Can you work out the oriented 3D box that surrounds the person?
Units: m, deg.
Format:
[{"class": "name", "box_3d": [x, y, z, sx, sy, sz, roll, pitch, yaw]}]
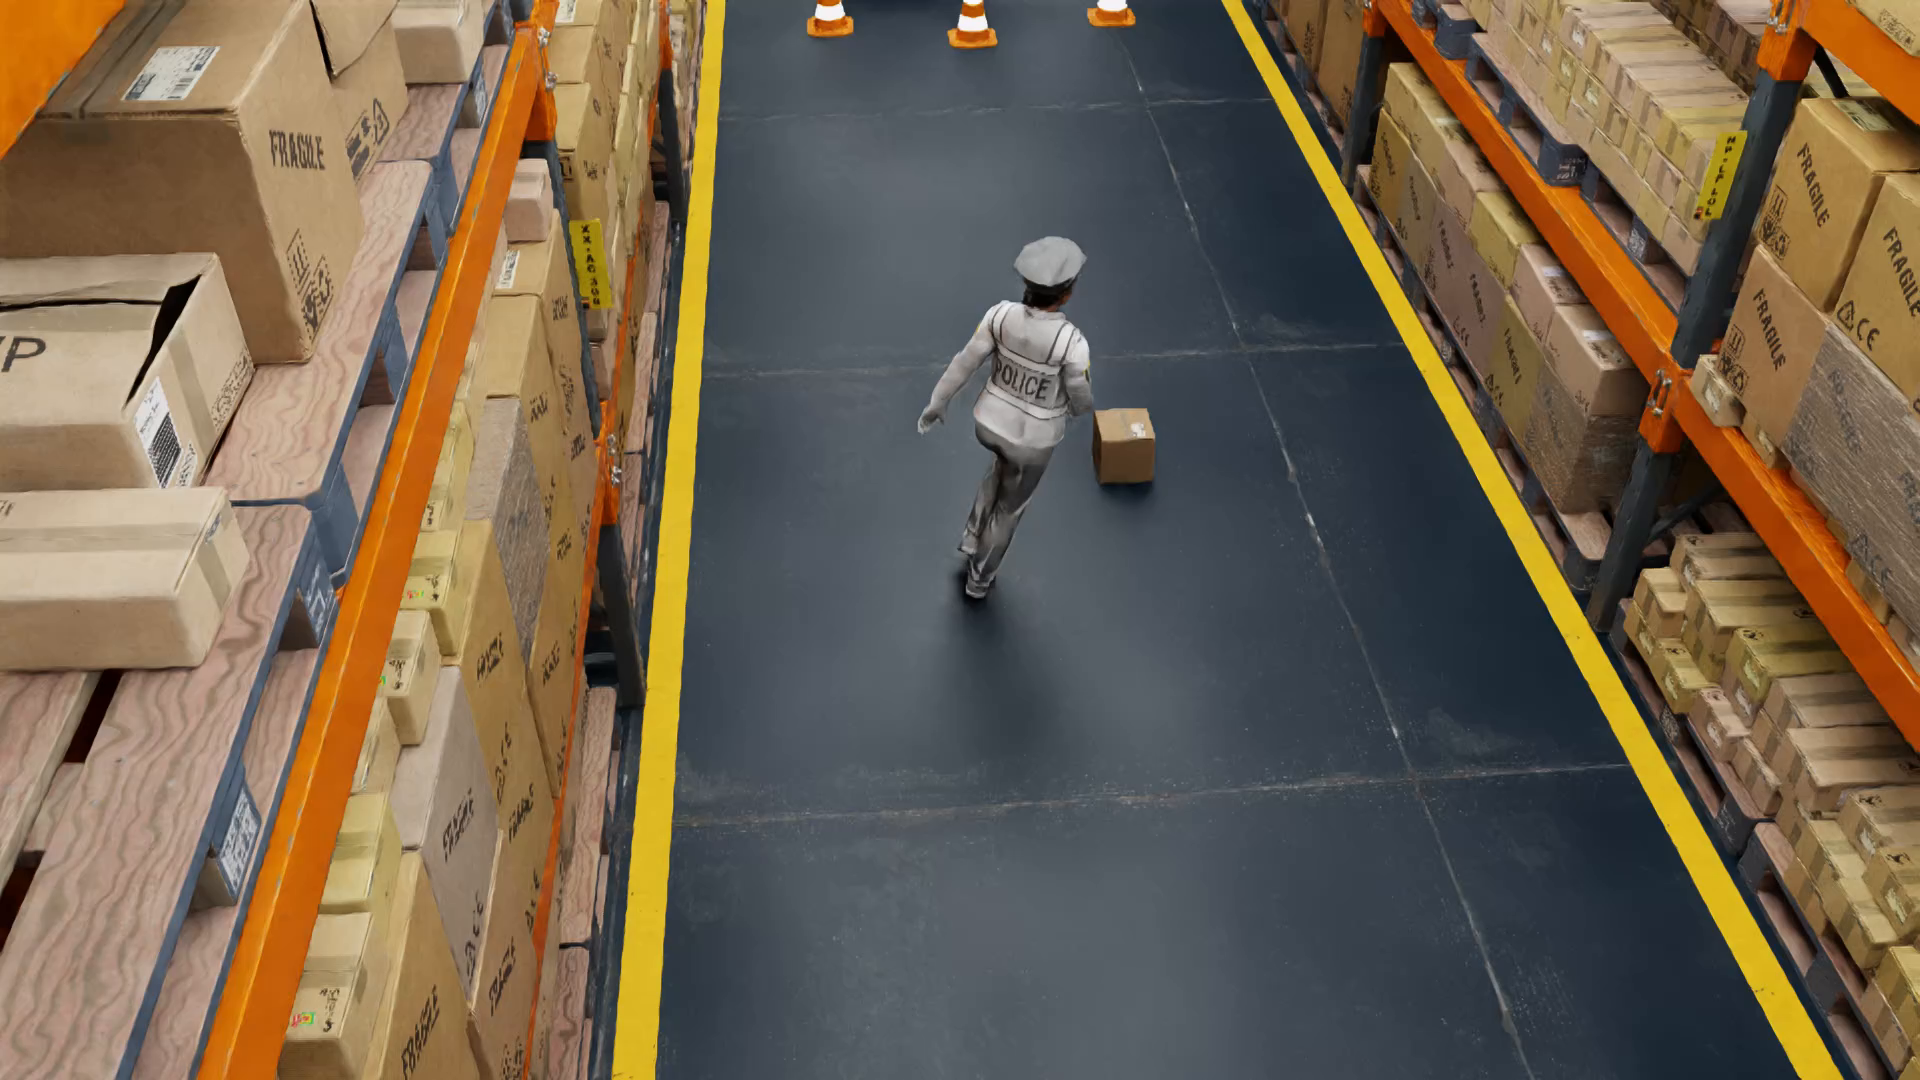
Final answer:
[{"class": "person", "box_3d": [0.226, -0.486, 6.715, 0.674, 1.669, 0.488, 21, 44, 24]}]
